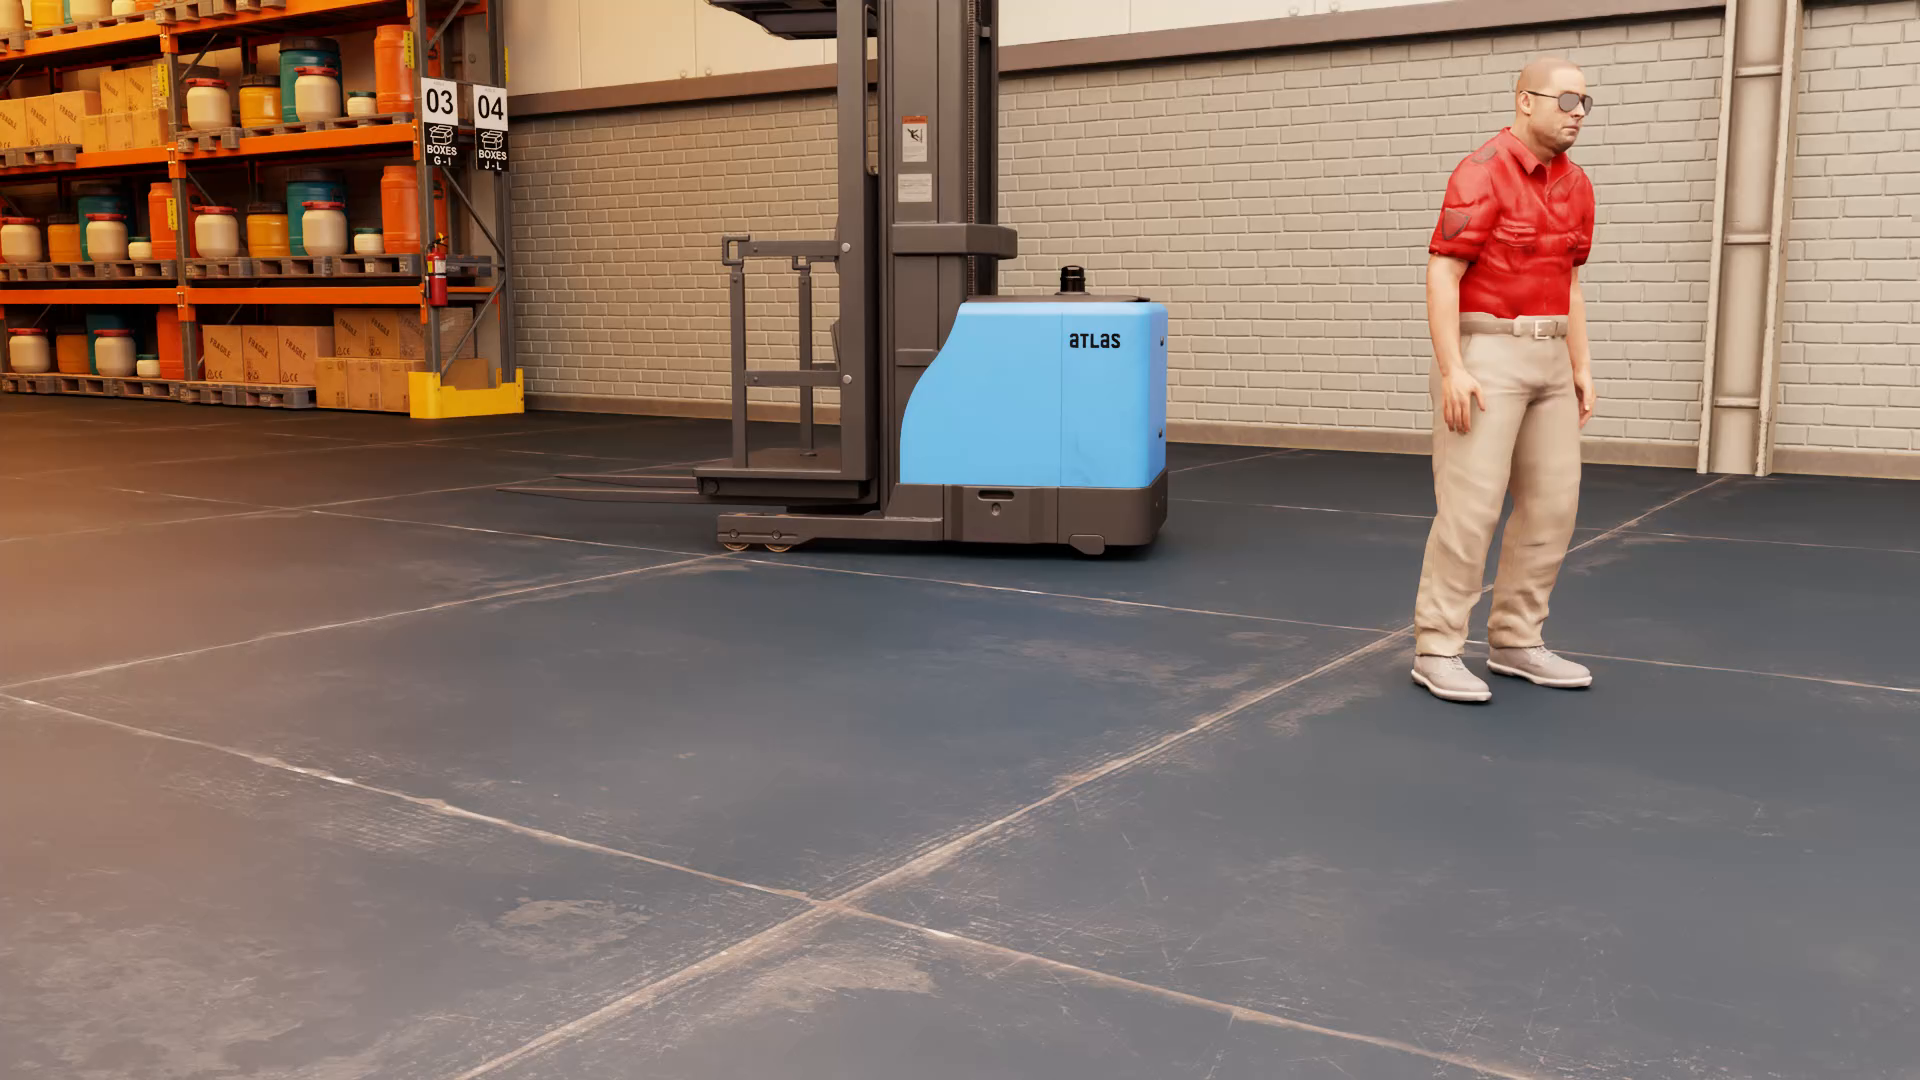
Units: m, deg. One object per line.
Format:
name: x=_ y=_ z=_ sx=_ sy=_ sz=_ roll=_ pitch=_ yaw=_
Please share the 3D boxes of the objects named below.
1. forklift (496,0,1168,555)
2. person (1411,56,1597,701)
forklift: x=-0.596 y=-1.469 z=7.520 sx=3.031 sy=2.935 sz=1.130 roll=2 pitch=8 yaw=12
person: x=1.536 y=-0.449 z=4.623 sx=0.607 sy=1.727 sz=0.395 roll=-5 pitch=9 yaw=-29
